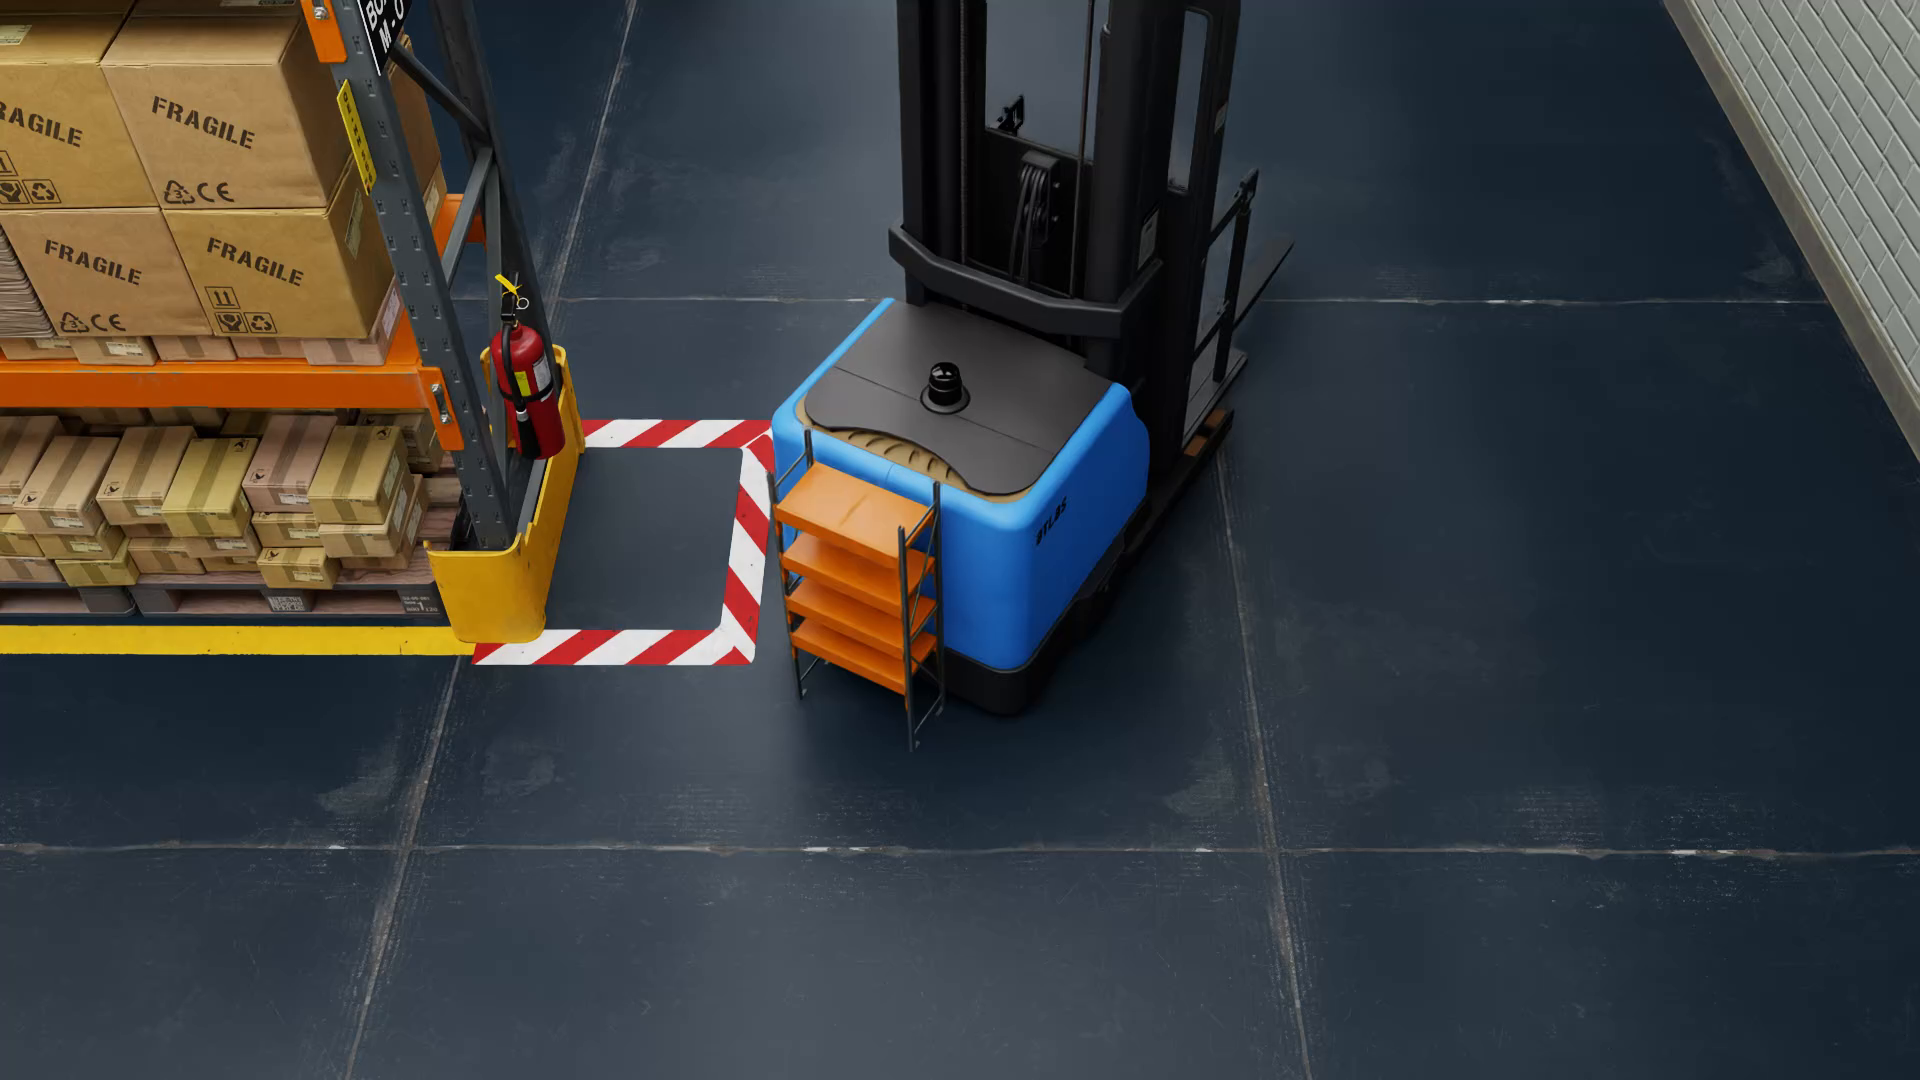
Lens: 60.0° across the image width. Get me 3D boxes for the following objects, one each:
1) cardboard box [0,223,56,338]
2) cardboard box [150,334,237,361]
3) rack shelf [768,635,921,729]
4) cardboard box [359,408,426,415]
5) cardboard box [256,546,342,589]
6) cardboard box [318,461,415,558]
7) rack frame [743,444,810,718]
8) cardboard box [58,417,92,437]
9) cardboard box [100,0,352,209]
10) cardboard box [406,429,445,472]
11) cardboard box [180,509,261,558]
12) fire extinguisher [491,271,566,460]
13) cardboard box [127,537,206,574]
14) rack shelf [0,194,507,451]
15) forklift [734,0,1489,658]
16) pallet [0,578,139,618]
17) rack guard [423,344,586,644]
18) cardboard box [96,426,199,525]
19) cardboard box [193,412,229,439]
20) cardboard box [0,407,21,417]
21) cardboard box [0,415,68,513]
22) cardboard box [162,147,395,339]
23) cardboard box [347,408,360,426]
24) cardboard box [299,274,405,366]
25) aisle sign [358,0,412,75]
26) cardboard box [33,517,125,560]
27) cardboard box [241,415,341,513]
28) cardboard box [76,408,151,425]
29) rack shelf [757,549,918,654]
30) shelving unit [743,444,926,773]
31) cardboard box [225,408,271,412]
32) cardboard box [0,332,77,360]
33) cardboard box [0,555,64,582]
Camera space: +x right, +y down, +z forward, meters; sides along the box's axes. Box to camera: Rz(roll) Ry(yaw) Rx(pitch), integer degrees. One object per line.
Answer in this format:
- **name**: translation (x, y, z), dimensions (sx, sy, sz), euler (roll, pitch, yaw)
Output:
- **cardboard box**: translation (-3.176, -1.002, 5.362), dimensions (0.500, 0.500, 0.500), euler (0, 47, 0)
- **cardboard box**: translation (-2.531, -0.781, 5.599), dimensions (0.250, 0.149, 0.380), euler (0, 47, 0)
- **rack shelf**: translation (-0.403, 0.442, 5.880), dimensions (0.480, 0.148, 0.258), euler (23, 52, 20)
- **cardboard box**: translation (-2.227, -0.679, 6.587), dimensions (0.250, 0.149, 0.380), euler (-2, 47, -2)
- **cardboard box**: translation (-2.489, -0.001, 6.363), dimensions (0.250, 0.149, 0.380), euler (1, 47, 1)
- **cardboard box**: translation (-2.233, -0.120, 6.270), dimensions (0.250, 0.149, 0.380), euler (-1, 47, -1)
- **rack frame**: translation (-0.616, 0.173, 5.767), dimensions (0.015, 1.200, 0.240), euler (23, 52, 20)
- **cardboard box**: translation (-3.539, -0.476, 6.602), dimensions (0.250, 0.149, 0.380), euler (2, 47, 2)
- **cardboard box**: translation (-2.163, -1.350, 5.002), dimensions (0.500, 0.500, 0.500), euler (-1, 47, -1)
- **cardboard box**: translation (-2.227, -0.462, 6.791), dimensions (0.250, 0.149, 0.380), euler (1, 47, 1)
- **cardboard box**: translation (-2.753, -0.120, 6.270), dimensions (0.250, 0.149, 0.380), euler (-2, 47, -1)
- **fire extinguisher**: translation (-1.454, -0.562, 5.532), dimensions (0.183, 0.674, 0.296), euler (0, 47, 0)
- **cardboard box**: translation (-3.000, -0.056, 6.414), dimensions (0.250, 0.149, 0.380), euler (1, 47, 1)
- **rack shelf**: translation (-3.704, -0.815, 5.951), dimensions (4.000, 0.370, 1.077), euler (0, 47, 0)
- **forklift**: translation (0.721, -1.217, 5.880), dimensions (3.031, 2.935, 1.130), euler (-19, 50, -17)
- **pallet**: translation (-3.809, -0.138, 6.734), dimensions (1.213, 0.211, 1.003), euler (0, 47, 0)
- **rack guard**: translation (-1.780, -0.203, 6.597), dimensions (0.348, 0.500, 1.175), euler (0, 47, 0)
- **cardboard box**: translation (-3.004, -0.242, 6.181), dimensions (0.250, 0.149, 0.380), euler (-2, 47, -1)
- **cardboard box**: translation (-3.002, -0.575, 6.693), dimensions (0.250, 0.149, 0.380), euler (1, 47, 1)
- **cardboard box**: translation (-3.795, -0.599, 6.512), dimensions (0.250, 0.149, 0.380), euler (0, 47, 0)
- **cardboard box**: translation (-3.536, -0.284, 6.220), dimensions (0.250, 0.149, 0.380), euler (-1, 47, -1)
- **cardboard box**: translation (-2.154, -1.003, 5.362), dimensions (0.500, 0.500, 0.500), euler (1, 47, 1)
- **cardboard box**: translation (-2.501, -0.559, 6.678), dimensions (0.250, 0.149, 0.380), euler (0, 47, 0)
- **cardboard box**: translation (-2.031, -0.763, 5.582), dimensions (0.250, 0.149, 0.380), euler (0, 47, 0)
- **aisle sign**: translation (-1.632, -1.720, 4.526), dimensions (0.004, 0.787, 0.394), euler (0, 47, 0)
- **cardboard box**: translation (-3.271, -0.112, 6.263), dimensions (0.250, 0.149, 0.380), euler (1, 47, 1)
- **cardboard box**: translation (-2.485, -0.287, 6.223), dimensions (0.250, 0.149, 0.380), euler (1, 47, 1)
- **cardboard box**: translation (-3.280, -0.634, 6.545), dimensions (0.250, 0.149, 0.380), euler (2, 47, 2)
- **rack shelf**: translation (-0.406, 0.157, 5.568), dimensions (0.480, 0.148, 0.258), euler (23, 52, 20)
- **shelving unit**: translation (-0.405, 0.263, 5.683), dimensions (0.503, 1.200, 0.258), euler (23, 52, 20)
- **cardboard box**: translation (-2.754, -0.686, 6.594), dimensions (0.250, 0.149, 0.380), euler (0, 47, 0)
- **cardboard box**: translation (-3.049, -0.786, 5.604), dimensions (0.250, 0.149, 0.380), euler (-2, 47, -2)
- **cardboard box**: translation (-3.528, -0.027, 6.386), dimensions (0.250, 0.149, 0.380), euler (1, 47, 1)
